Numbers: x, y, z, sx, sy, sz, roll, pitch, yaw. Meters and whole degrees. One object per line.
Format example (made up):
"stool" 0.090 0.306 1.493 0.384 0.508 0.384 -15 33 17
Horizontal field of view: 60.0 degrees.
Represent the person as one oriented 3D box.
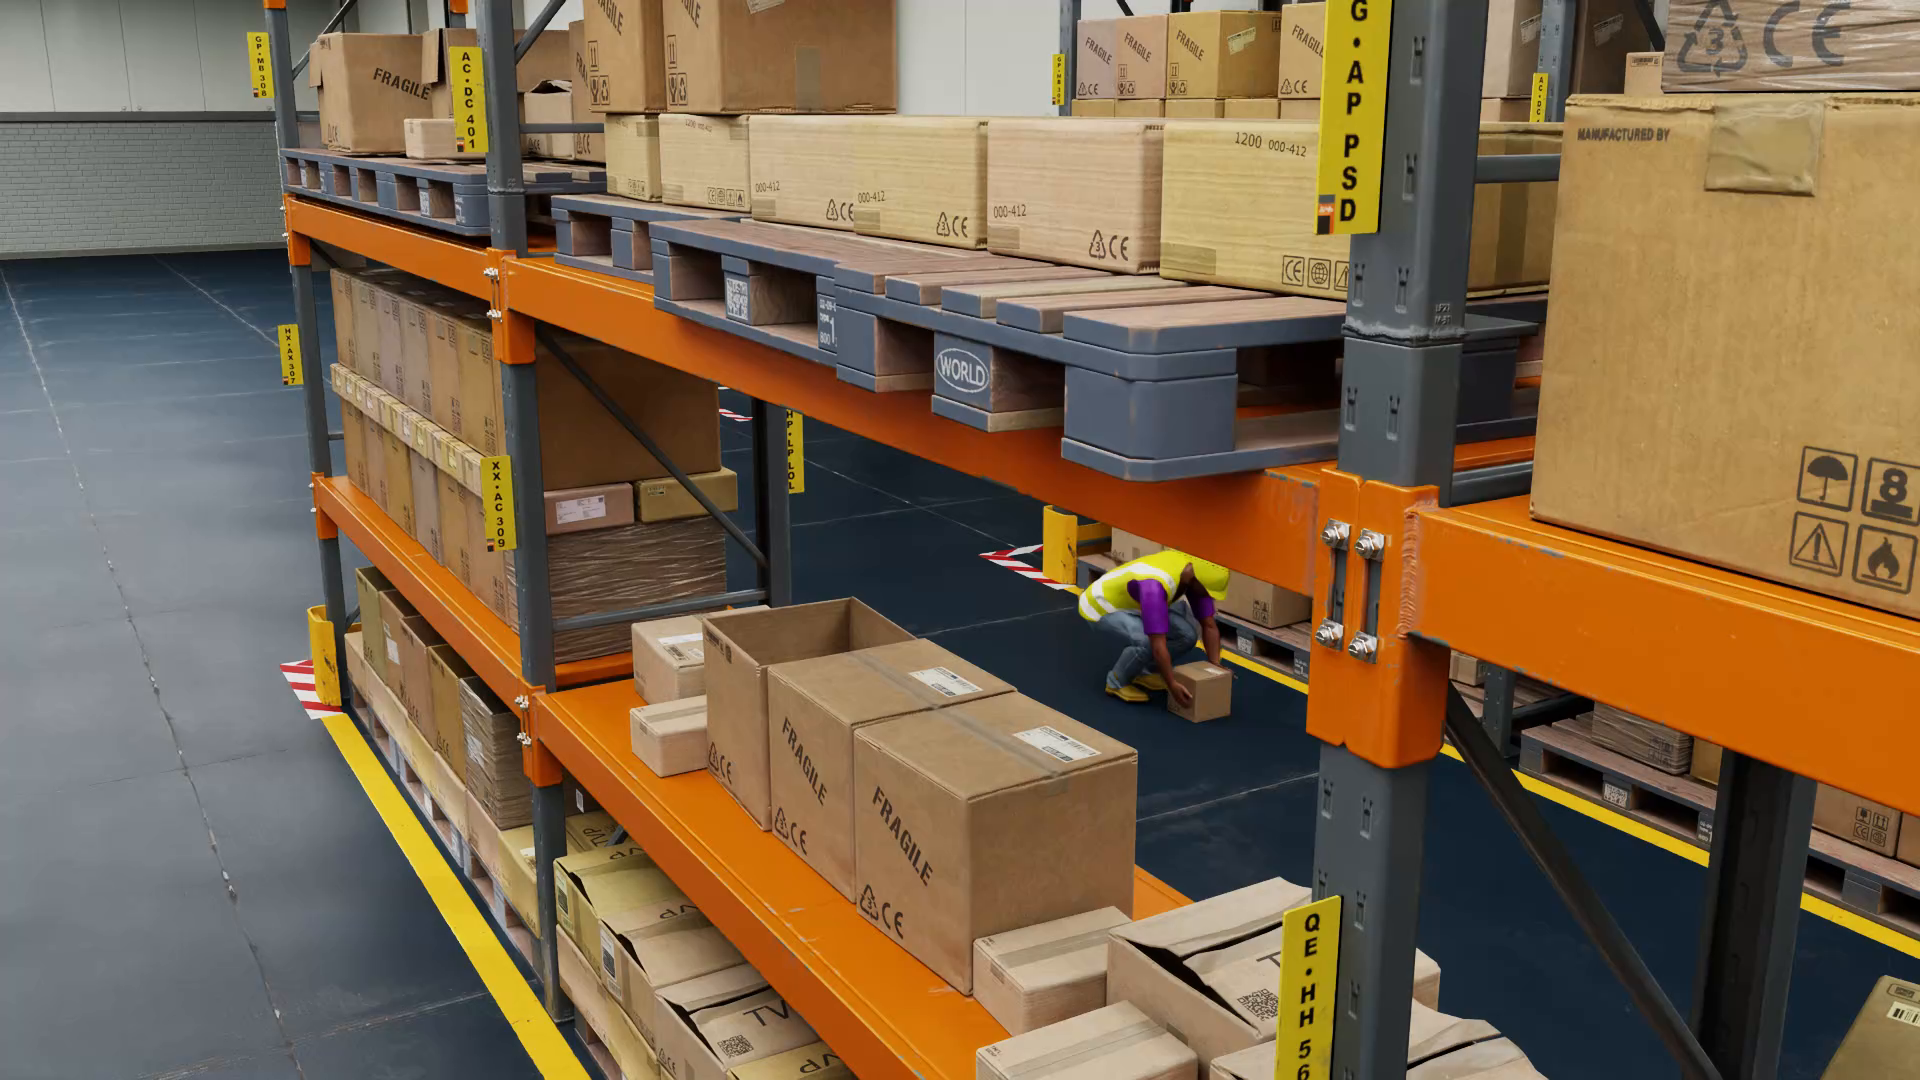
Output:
"person" 1.125 0.447 9.432 0.567 0.926 0.897 -14 20 -42
